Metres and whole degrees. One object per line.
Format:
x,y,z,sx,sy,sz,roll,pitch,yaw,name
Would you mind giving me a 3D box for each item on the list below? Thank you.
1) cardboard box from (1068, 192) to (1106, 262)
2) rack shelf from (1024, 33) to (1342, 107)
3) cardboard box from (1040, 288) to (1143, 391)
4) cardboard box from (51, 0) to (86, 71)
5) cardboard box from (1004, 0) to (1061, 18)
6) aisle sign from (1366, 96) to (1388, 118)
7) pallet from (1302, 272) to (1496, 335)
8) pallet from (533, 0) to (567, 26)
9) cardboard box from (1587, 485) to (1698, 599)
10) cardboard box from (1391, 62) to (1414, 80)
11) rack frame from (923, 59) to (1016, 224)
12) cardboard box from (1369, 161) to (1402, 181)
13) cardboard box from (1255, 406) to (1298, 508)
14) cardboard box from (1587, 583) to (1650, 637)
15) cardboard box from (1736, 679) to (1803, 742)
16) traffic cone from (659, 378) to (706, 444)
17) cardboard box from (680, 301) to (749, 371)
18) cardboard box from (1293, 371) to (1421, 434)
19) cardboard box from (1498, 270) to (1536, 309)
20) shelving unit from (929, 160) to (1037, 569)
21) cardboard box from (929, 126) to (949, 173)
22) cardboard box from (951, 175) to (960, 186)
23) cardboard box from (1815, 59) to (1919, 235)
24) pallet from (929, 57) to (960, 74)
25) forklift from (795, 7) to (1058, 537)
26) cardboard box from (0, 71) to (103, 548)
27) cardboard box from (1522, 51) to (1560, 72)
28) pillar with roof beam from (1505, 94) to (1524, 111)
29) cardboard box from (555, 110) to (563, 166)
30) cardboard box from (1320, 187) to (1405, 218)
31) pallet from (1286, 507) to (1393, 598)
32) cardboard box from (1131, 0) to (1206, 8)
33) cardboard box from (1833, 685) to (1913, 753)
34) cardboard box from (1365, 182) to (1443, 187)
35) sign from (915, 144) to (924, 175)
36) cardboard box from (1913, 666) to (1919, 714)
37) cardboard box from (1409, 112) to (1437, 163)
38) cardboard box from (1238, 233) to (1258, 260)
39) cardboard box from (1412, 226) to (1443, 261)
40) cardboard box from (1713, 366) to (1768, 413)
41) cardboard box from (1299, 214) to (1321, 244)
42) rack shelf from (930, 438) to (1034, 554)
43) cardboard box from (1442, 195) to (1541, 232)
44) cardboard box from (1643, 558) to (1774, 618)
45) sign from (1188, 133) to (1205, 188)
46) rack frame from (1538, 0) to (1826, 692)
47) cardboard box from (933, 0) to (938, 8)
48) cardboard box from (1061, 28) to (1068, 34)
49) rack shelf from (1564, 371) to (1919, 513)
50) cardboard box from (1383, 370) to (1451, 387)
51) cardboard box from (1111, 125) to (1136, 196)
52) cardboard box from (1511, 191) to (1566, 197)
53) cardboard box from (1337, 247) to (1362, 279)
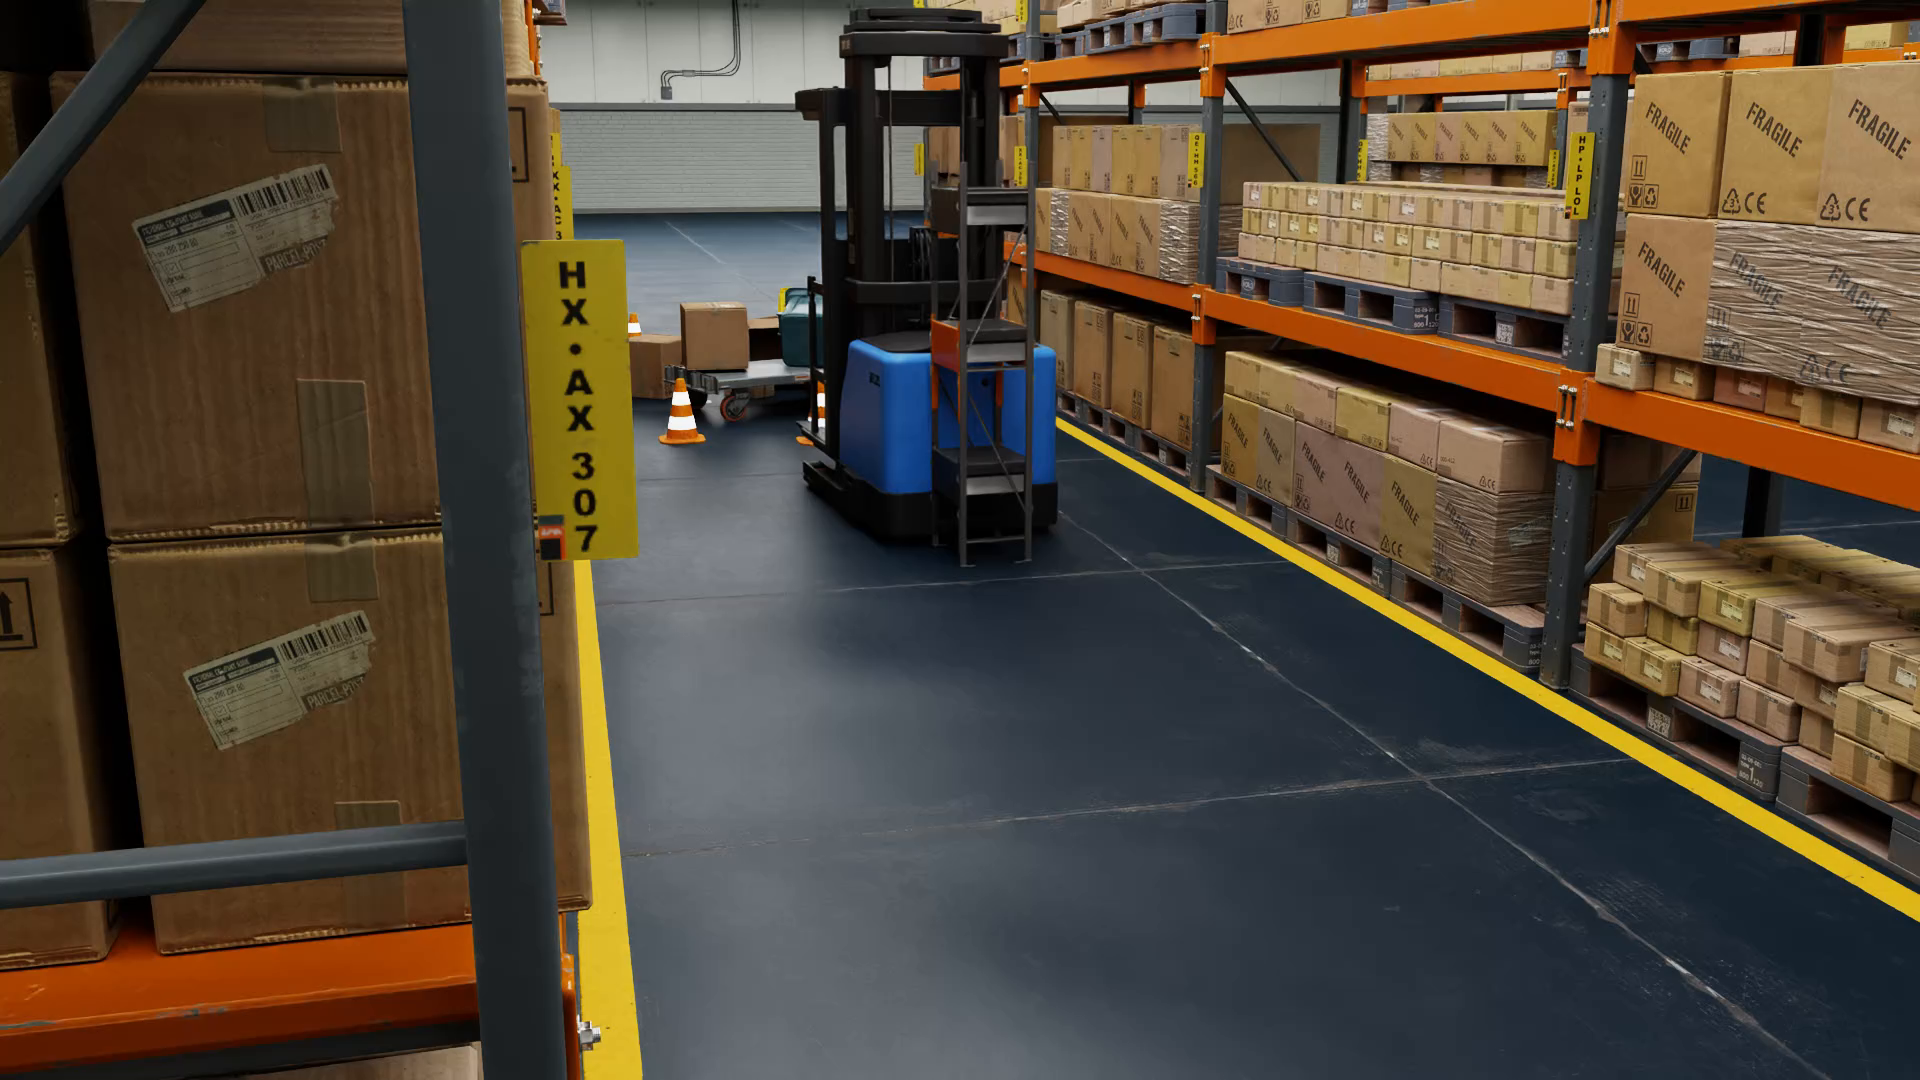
1.142,-2.397,12.709,0.500,0.500,0.500,-3,14,-13,cardboard box
1.516,-3.363,12.069,1.077,0.370,4.000,-3,14,-13,rack shelf
1.279,-1.690,13.880,1.050,0.750,0.750,-3,14,-13,cardboard box
-1.285,-0.628,1.992,0.380,0.149,0.250,-3,14,-12,cardboard box
0.681,-4.598,14.199,0.500,0.250,0.500,-3,14,-14,cardboard box
4.645,-5.153,18.723,0.394,0.787,0.004,-3,14,-13,aisle sign
2.490,-1.247,8.614,1.003,0.211,1.213,-3,14,-13,pallet
-2.600,-2.715,8.297,1.213,0.211,1.003,-3,14,-11,pallet
3.009,-0.047,7.679,0.500,0.500,0.500,-3,14,-11,cardboard box
4.941,-5.033,17.704,0.500,0.250,0.500,-4,14,-14,cardboard box
0.107,-3.640,18.005,1.000,3.000,0.127,-3,14,-13,rack frame
5.054,-3.958,18.469,0.875,0.500,0.500,-3,14,-13,cardboard box
2.025,-0.491,9.498,0.500,0.500,0.500,-3,14,-13,cardboard box
2.699,0.266,6.512,0.380,0.149,0.250,-3,14,-11,cardboard box
2.978,0.583,5.843,0.380,0.149,0.250,-4,14,-14,cardboard box
-2.090,-0.978,12.453,0.336,0.463,0.334,-3,14,-13,traffic cone
-2.019,-1.678,13.645,0.500,0.500,0.500,-3,14,-13,cardboard box
2.135,-0.744,8.954,0.500,0.250,0.500,-3,14,-13,cardboard box
2.577,-1.094,7.229,0.380,0.149,0.250,-3,14,-13,cardboard box
0.114,-0.939,8.845,0.431,2.100,0.503,-4,14,-18,shelving unit
0.156,-4.150,17.500,0.875,0.550,0.550,-3,14,-13,cardboard box
0.398,-3.368,16.576,0.875,0.550,0.550,-3,14,-13,cardboard box
3.019,-1.196,5.058,0.500,0.500,0.500,-3,14,-12,cardboard box
0.291,-4.883,16.962,1.003,0.211,1.213,-3,14,-13,pallet
-0.385,-1.747,10.401,1.130,2.935,3.031,-4,14,-18,forklift
-1.268,-0.282,1.943,0.500,0.500,0.500,-3,14,-11,cardboard box
5.530,-4.445,15.297,0.500,0.250,0.500,-3,14,-11,cardboard box
10.580,-12.819,42.936,9.100,9.000,0.400,-3,14,-13,pillar with roof beam
-4.018,-3.685,15.244,0.700,0.500,0.500,-3,14,-14,cardboard box
2.152,-1.806,8.889,0.380,0.149,0.250,-3,14,-11,cardboard box
2.451,0.022,8.894,1.003,0.211,1.213,-3,14,-13,pallet
1.448,-3.685,10.963,0.500,0.311,0.500,-3,14,-13,cardboard box
3.038,0.563,5.298,0.380,0.149,0.250,-3,14,-14,cardboard box
2.603,-2.020,9.765,0.380,0.149,0.250,-3,14,-14,cardboard box
-0.434,-4.069,17.772,0.100,0.325,0.005,-3,14,-13,sign
3.147,0.473,5.038,0.380,0.149,0.250,-3,14,-13,cardboard box
5.045,-4.199,17.349,0.500,0.500,0.500,-3,14,-13,cardboard box
1.894,-1.762,9.963,0.380,0.149,0.250,-3,14,-14,cardboard box
2.393,-1.420,7.936,0.380,0.149,0.250,-4,14,-16,cardboard box
2.920,-0.552,5.895,0.380,0.149,0.250,-4,14,-16,cardboard box
2.095,-1.716,9.149,0.380,0.149,0.250,-3,14,-13,cardboard box
0.114,-0.246,9.015,0.431,0.518,0.480,-4,14,-18,rack shelf
2.456,-1.506,7.664,0.380,0.149,0.250,-3,14,-13,cardboard box
2.811,0.178,6.246,0.380,0.149,0.250,-3,14,-10,cardboard box
1.447,-2.325,10.184,0.100,0.325,0.005,-3,14,-13,sign
2.925,-0.872,6.674,1.000,3.000,0.127,-3,14,-13,rack frame
-0.066,-5.462,16.898,0.380,0.149,0.250,-3,14,-13,cardboard box
1.112,-4.583,14.978,0.380,0.149,0.250,-4,14,-14,cardboard box
3.395,-0.061,4.871,1.077,0.370,4.000,-3,14,-13,rack shelf
2.634,-0.771,9.065,0.500,0.250,0.500,-3,14,-12,cardboard box
1.527,-2.785,12.191,0.700,0.500,0.500,-3,14,-14,cardboard box
2.975,-1.657,8.281,0.380,0.149,0.250,-3,14,-11,cardboard box
2.208,-1.456,8.711,0.380,0.149,0.250,-3,14,-12,cardboard box
